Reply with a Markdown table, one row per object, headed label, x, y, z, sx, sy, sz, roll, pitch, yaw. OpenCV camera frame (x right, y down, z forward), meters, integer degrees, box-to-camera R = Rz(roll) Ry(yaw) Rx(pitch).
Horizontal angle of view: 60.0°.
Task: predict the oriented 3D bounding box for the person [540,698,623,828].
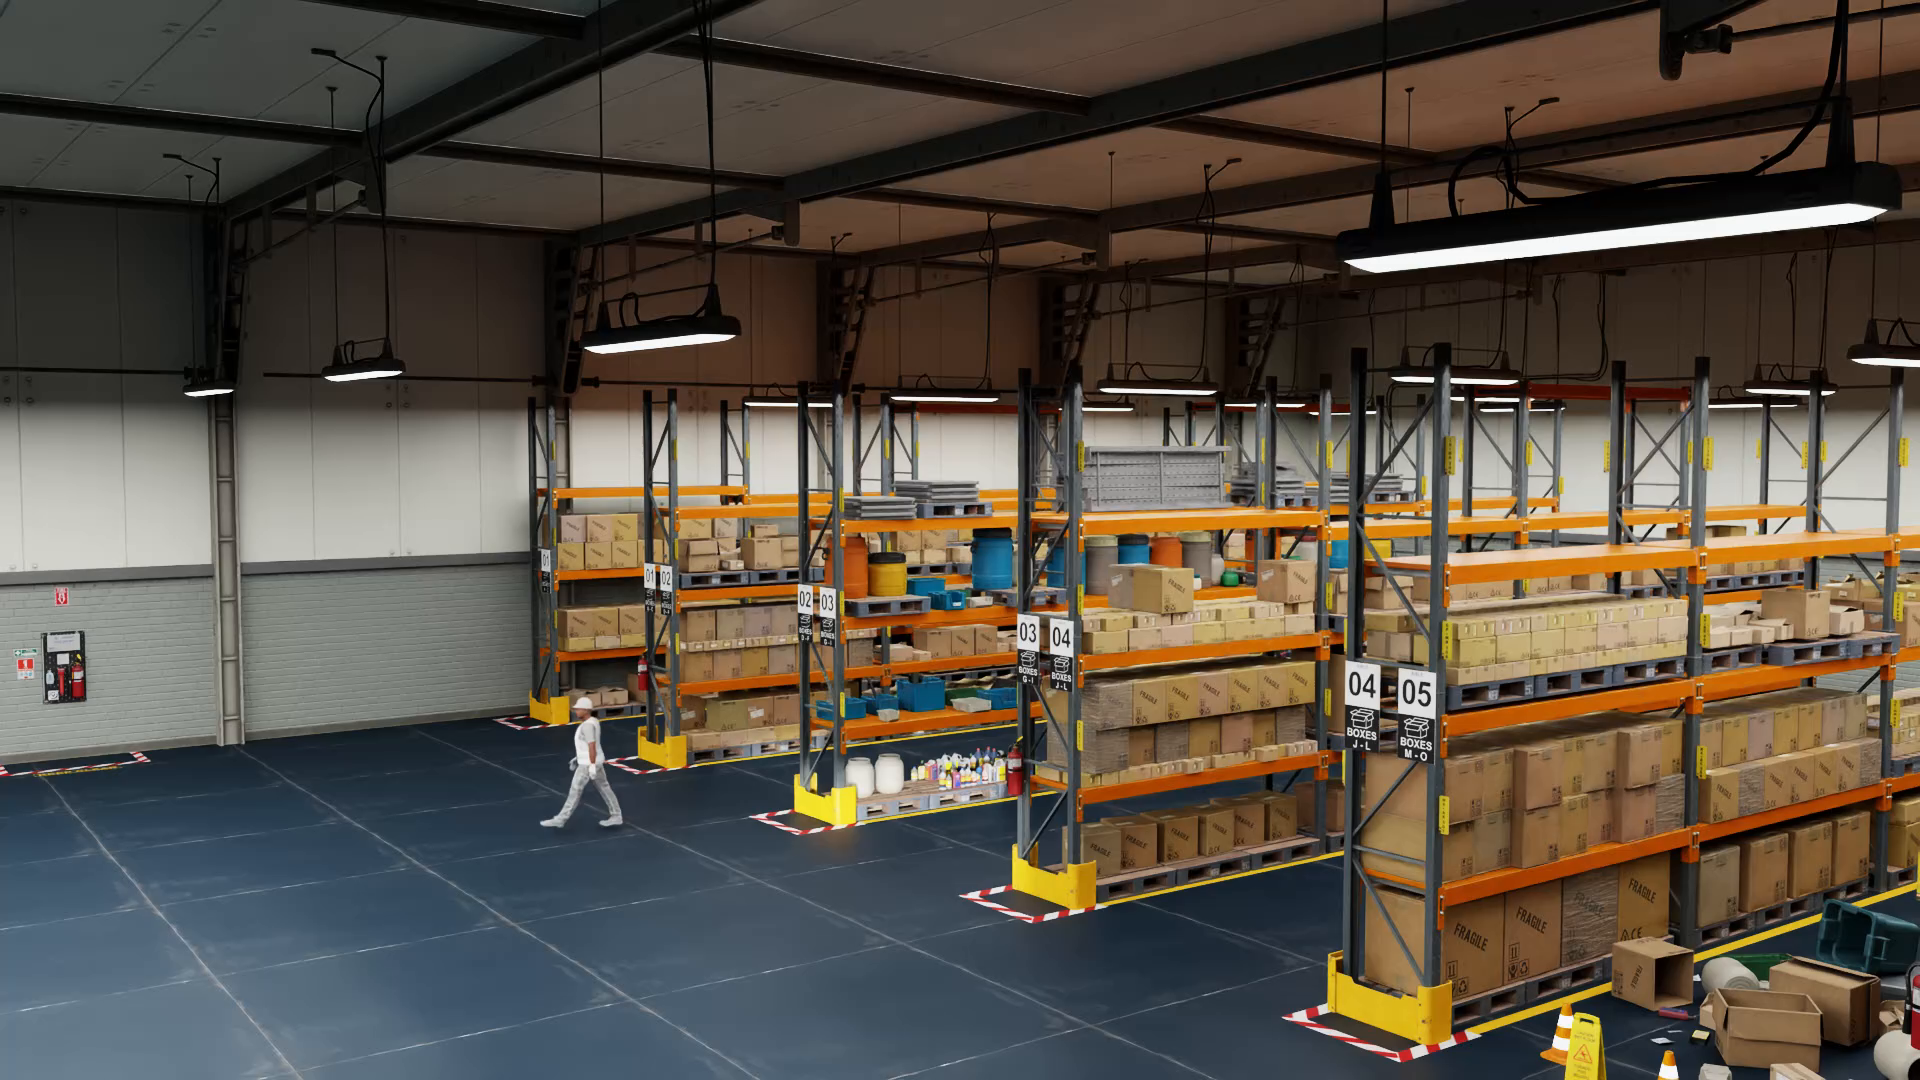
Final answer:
| label | x | y | z | sx | sy | sz | roll | pitch | yaw |
| --- | --- | --- | --- | --- | --- | --- | --- | --- | --- |
| person | -5.027 | 2.958 | 22.143 | 1.034 | 1.728 | 0.576 | 0 | 3 | 0 |
